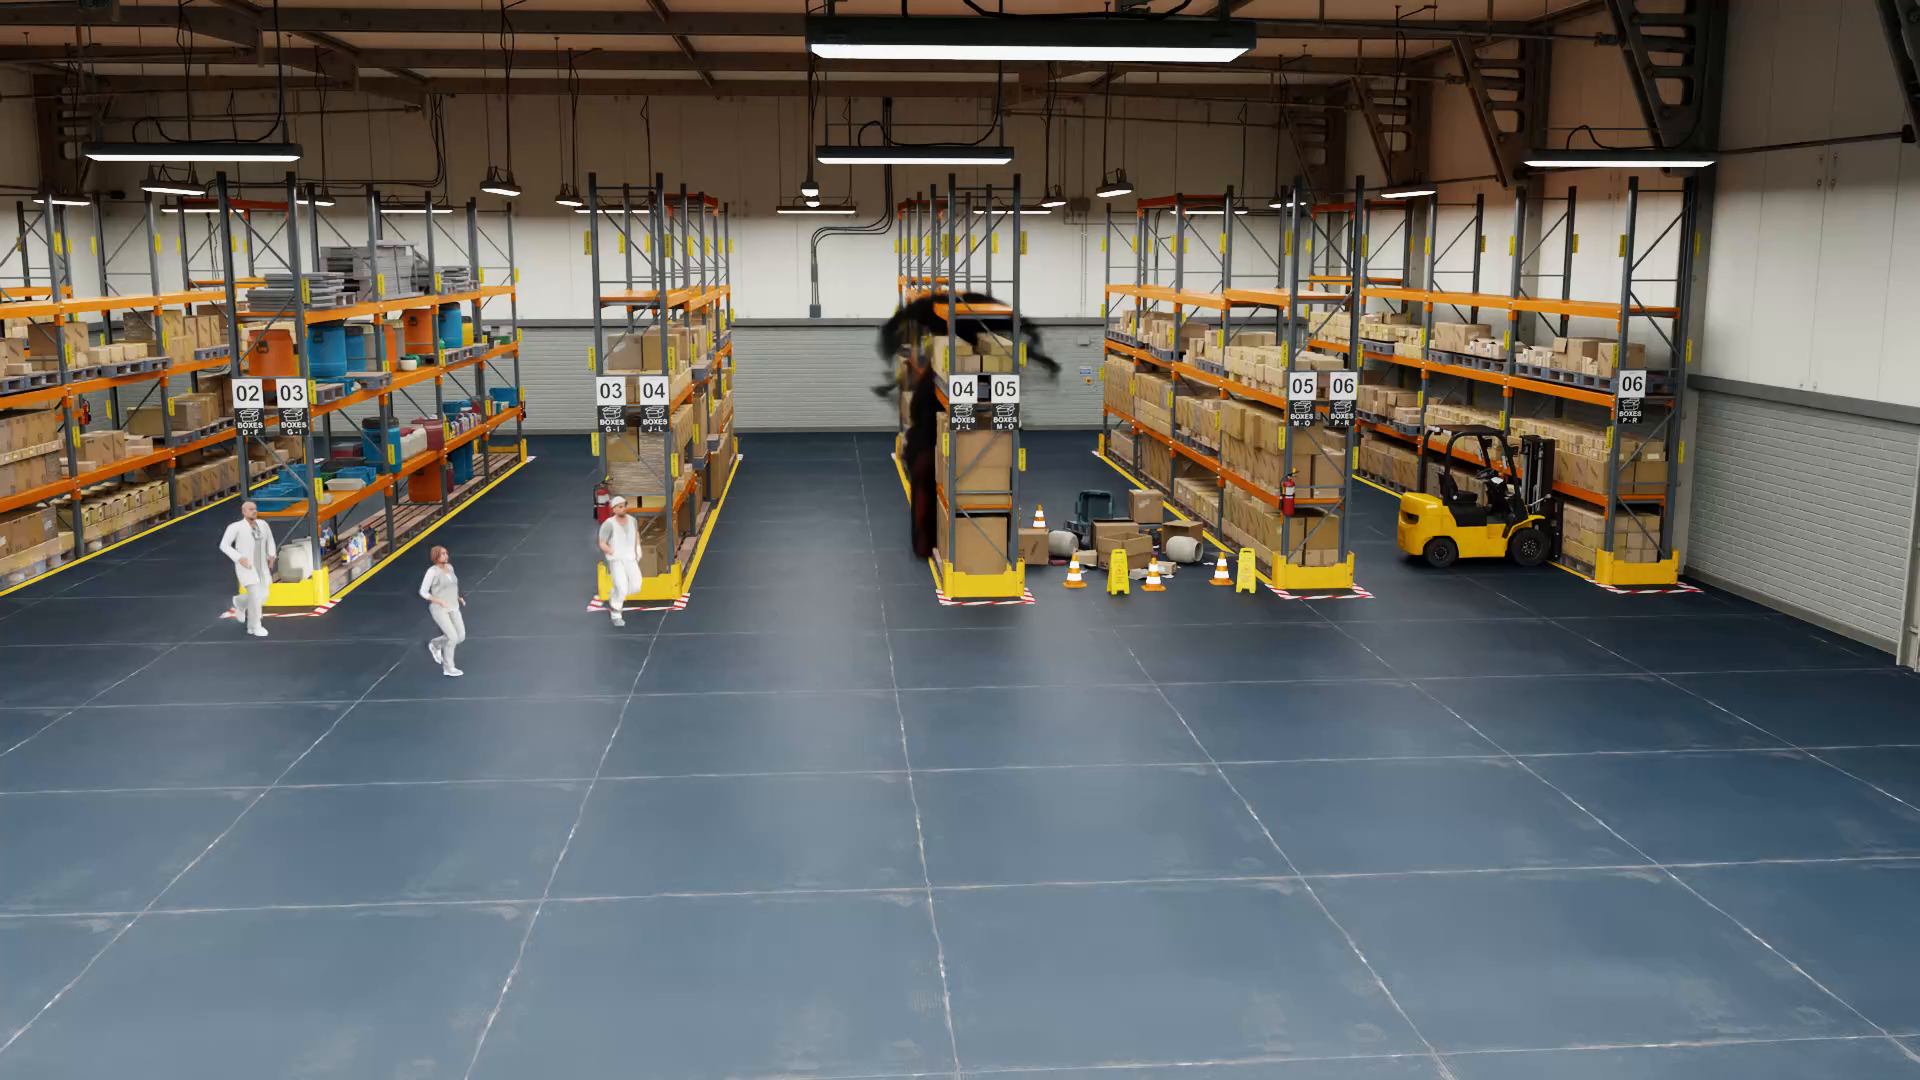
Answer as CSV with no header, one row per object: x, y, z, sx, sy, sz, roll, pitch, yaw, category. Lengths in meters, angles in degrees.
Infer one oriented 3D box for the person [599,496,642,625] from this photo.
-4.502,0.273,22.186,0.691,1.743,0.666,-10,14,-44,person

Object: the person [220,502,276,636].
-9.318,0.357,21.806,0.747,1.749,0.754,6,12,32,person

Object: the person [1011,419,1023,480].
1.091,-2.087,35.673,0.566,1.714,0.867,-3,10,-17,person

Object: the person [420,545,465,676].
-6.105,0.825,19.567,0.567,1.548,0.535,5,11,26,person
